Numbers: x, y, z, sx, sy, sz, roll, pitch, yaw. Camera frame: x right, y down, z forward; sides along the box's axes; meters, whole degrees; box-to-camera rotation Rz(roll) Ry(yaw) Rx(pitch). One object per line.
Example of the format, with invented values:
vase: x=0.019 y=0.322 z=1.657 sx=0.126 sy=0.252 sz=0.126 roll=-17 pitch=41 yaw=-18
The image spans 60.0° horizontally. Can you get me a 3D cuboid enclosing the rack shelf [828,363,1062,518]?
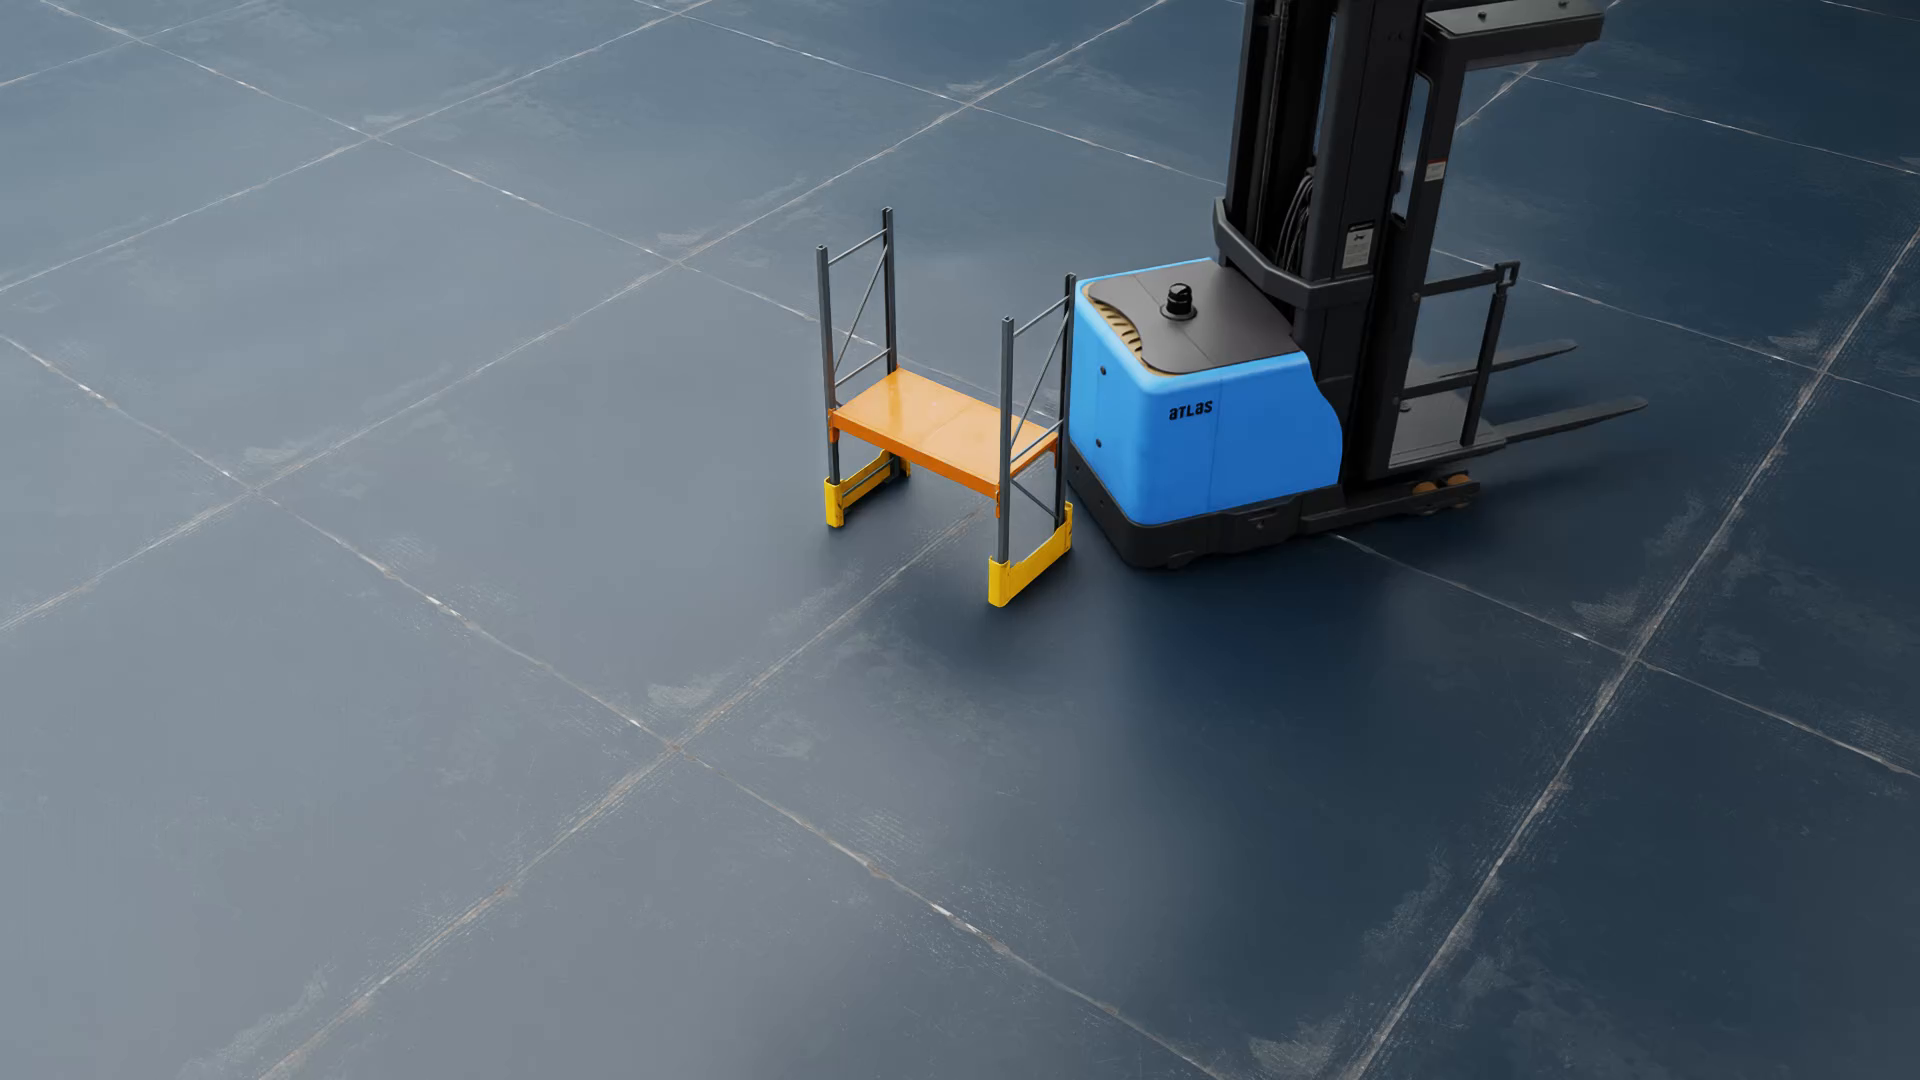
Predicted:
rack shelf: x=-0.068 y=-0.481 z=7.800 sx=1.000 sy=0.185 sz=0.538 roll=25 pitch=45 yaw=29

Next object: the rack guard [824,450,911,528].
rack guard: x=-0.456 y=-0.313 z=8.308 sx=0.087 sy=0.250 sz=0.587 roll=25 pitch=45 yaw=29

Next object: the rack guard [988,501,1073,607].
rack guard: x=0.335 y=0.060 z=7.832 sx=0.087 sy=0.250 sz=0.587 roll=25 pitch=45 yaw=29

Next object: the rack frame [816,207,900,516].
rack frame: x=-0.472 y=-0.813 z=7.932 sx=0.032 sy=1.500 sz=0.500 roll=25 pitch=45 yaw=29

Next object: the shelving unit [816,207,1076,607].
shelving unit: x=-0.061 y=-0.619 z=7.685 sx=1.083 sy=1.500 sz=0.587 roll=25 pitch=45 yaw=29

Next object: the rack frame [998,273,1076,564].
rack frame: x=0.336 y=-0.432 z=7.446 sx=0.032 sy=1.500 sz=0.500 roll=25 pitch=45 yaw=29

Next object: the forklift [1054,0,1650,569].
forklift: x=2.057 y=-1.568 z=7.736 sx=3.031 sy=2.935 sz=1.130 roll=-13 pitch=40 yaw=-15
